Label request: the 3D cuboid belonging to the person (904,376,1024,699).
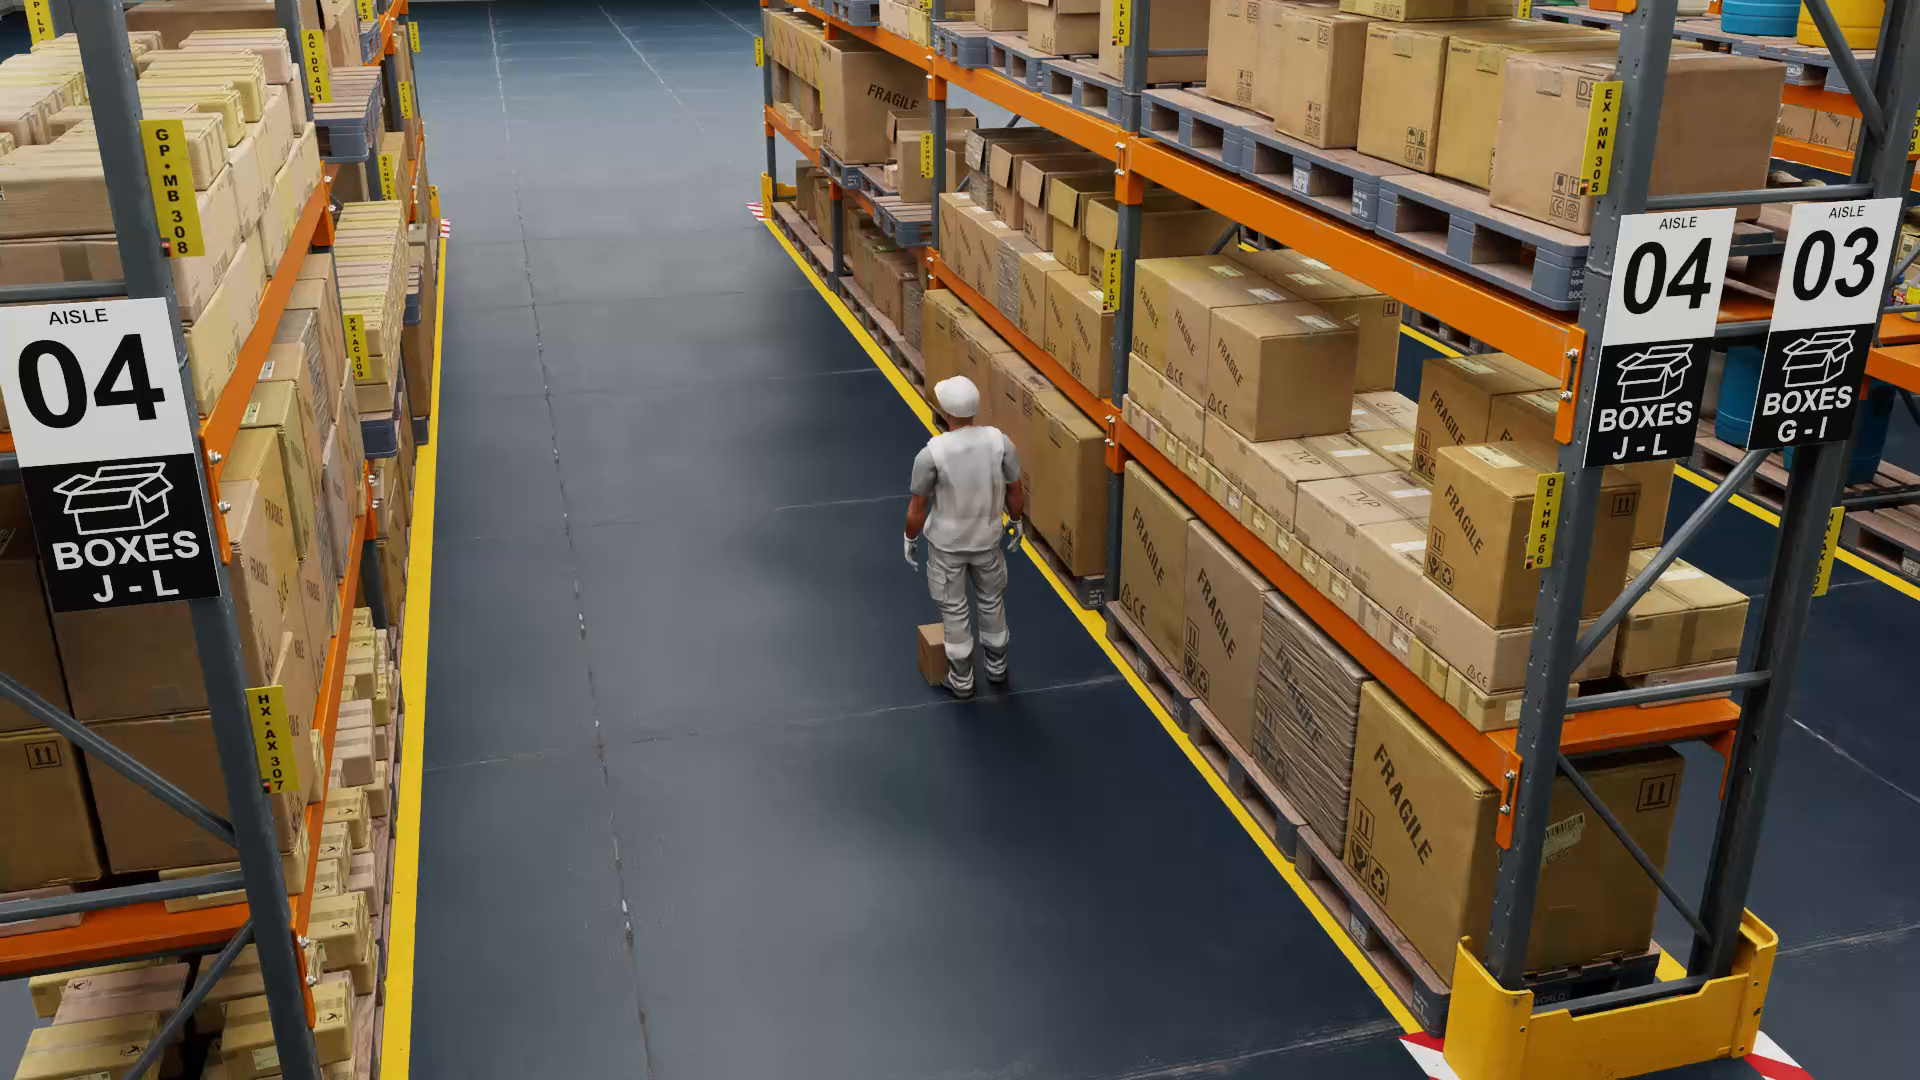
[{"bbox_3d":[0.007,-0.031,8.614,0.638,1.788,0.563,-6,23,-14],"label":"person"}]
